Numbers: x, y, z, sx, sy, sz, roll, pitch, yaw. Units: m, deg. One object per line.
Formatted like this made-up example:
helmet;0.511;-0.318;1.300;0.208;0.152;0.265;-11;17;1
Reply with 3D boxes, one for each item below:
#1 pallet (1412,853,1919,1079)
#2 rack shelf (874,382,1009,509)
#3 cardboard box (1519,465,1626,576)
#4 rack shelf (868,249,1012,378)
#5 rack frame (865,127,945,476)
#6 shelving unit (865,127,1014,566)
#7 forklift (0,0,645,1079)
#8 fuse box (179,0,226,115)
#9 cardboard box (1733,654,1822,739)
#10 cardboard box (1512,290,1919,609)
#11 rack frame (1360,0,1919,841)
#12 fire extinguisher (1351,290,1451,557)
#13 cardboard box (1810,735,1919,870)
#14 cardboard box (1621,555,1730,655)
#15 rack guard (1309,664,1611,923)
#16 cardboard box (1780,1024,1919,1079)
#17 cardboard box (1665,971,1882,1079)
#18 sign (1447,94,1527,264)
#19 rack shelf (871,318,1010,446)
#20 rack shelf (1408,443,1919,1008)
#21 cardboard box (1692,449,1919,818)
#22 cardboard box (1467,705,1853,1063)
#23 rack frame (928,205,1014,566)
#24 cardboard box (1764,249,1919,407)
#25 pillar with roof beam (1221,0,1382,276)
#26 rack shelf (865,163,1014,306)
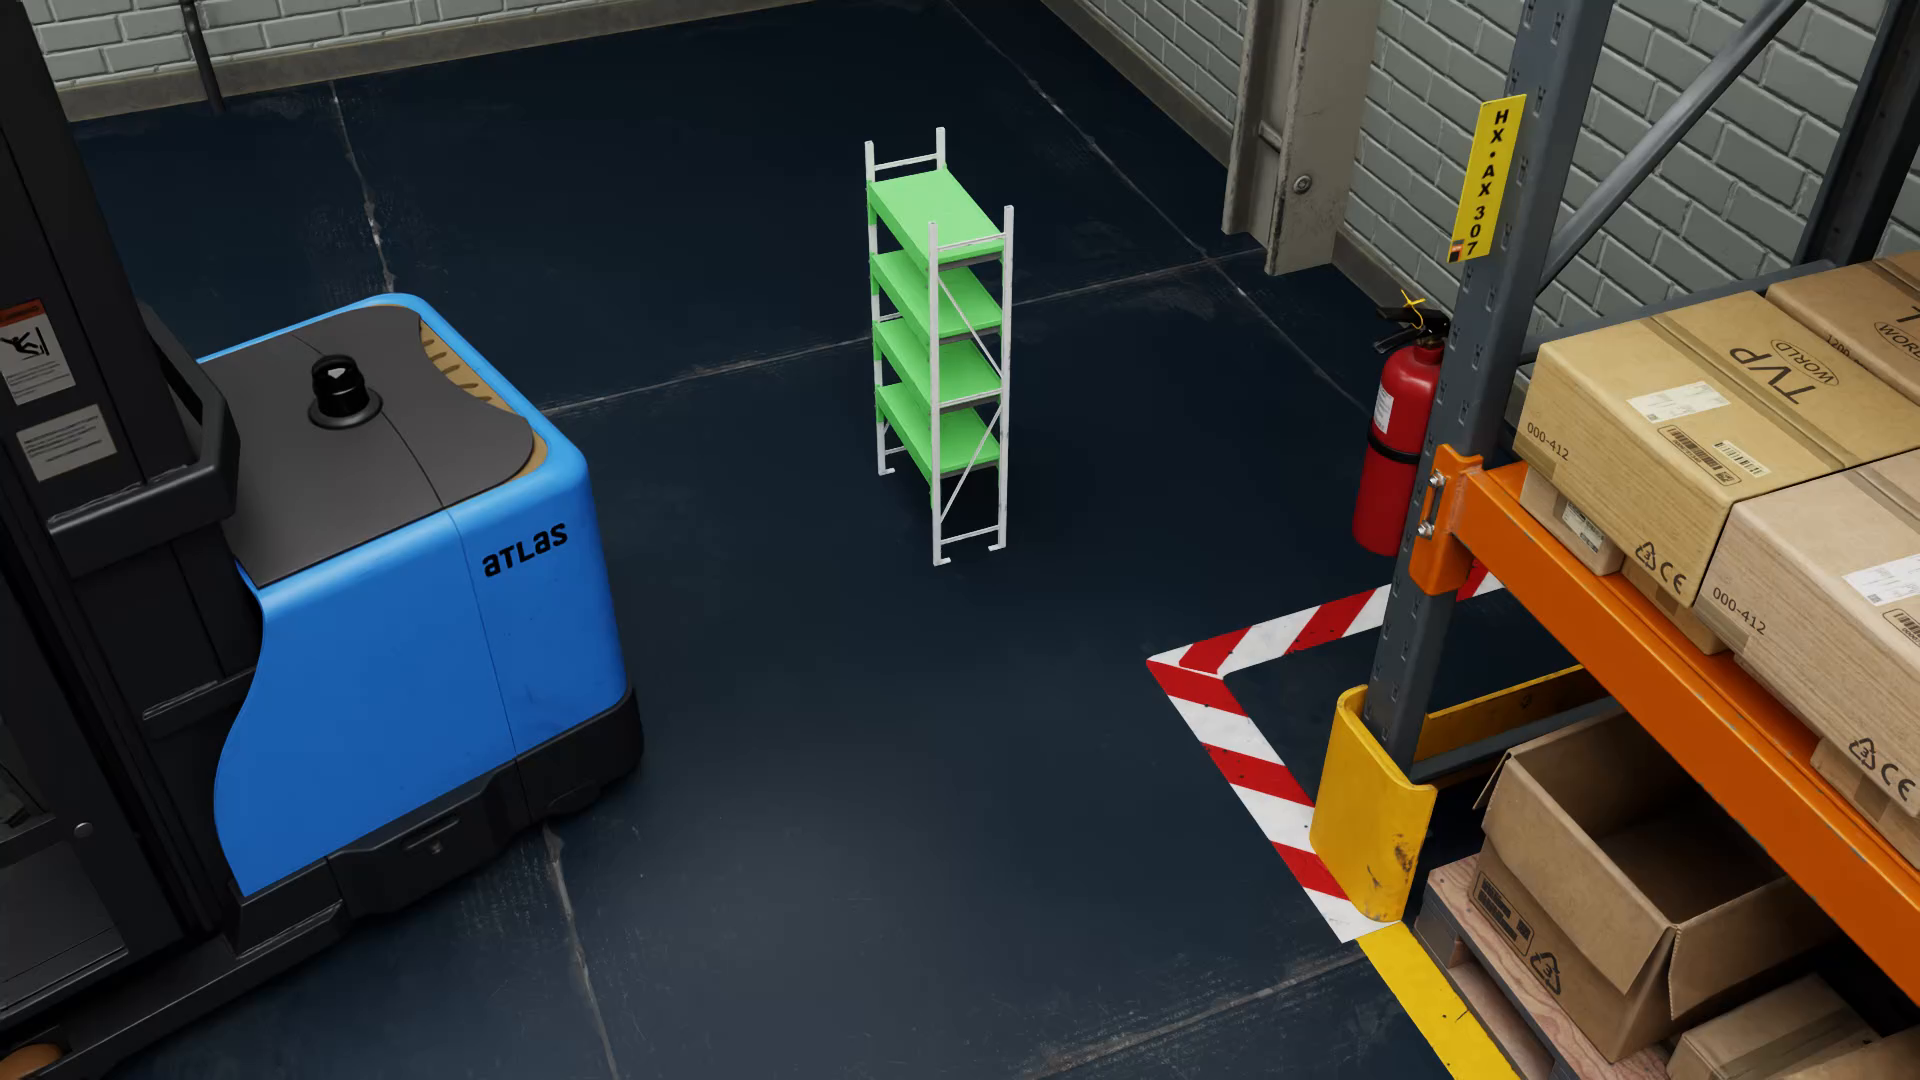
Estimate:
pallet;1.803;1.117;3.789;1.003;0.211;1.213;-15;43;-17
rack shelf;-0.063;-0.324;5.173;0.258;0.148;0.480;-15;43;-17
cardboard box;1.341;-0.104;3.263;0.380;0.149;0.250;-15;43;-17
rack shelf;-0.063;-0.688;4.860;0.258;0.148;0.480;-15;43;-17
rack frame;-0.157;-0.702;5.146;0.240;1.200;0.015;-15;43;-17
shelving unit;-0.063;-0.555;4.975;0.258;1.200;0.503;-15;43;-17
forklift;-2.316;-0.128;3.151;3.031;2.935;1.130;-28;48;-28
fuse box;-3.299;-2.564;6.919;0.539;1.711;0.414;-15;43;-17
cardboard box;1.613;0.187;2.924;0.380;0.149;0.250;-16;43;-17
cardboard box;1.393;-0.181;3.047;0.500;0.250;0.500;-15;43;-17
rack frame;1.468;-0.466;3.491;1.000;3.000;0.127;-15;43;-17
fire extinguisher;0.985;-0.268;3.607;0.296;0.674;0.183;-15;43;-17
cardboard box;1.653;0.355;2.729;0.380;0.149;0.250;-14;43;-16
cardboard box;1.481;0.038;3.098;0.380;0.149;0.250;-14;43;-16
rack guard;1.497;0.528;4.253;1.175;0.500;0.348;-15;43;-17
cardboard box;1.906;1.240;3.103;0.700;0.500;0.500;-13;42;-15
cardboard box;1.741;1.114;3.519;0.380;0.149;0.250;-17;43;-19
sign;0.967;-0.658;3.051;0.100;0.325;0.005;-15;43;-17
rack shelf;-0.063;-0.506;5.016;0.258;0.148;0.480;-15;43;-17
rack shelf;2.234;1.012;2.324;1.077;0.370;4.000;-15;43;-17
cardboard box;1.586;0.123;2.694;0.500;0.250;0.500;-15;43;-16
cardboard box;1.615;0.714;3.712;0.797;0.503;0.637;-17;43;-19
rack frame;0.030;-0.408;4.804;0.240;1.200;0.015;-15;43;-17
cardboard box;1.889;-0.311;3.198;0.500;0.250;0.500;-14;43;-16
pillar with roof beam;-2.708;-3.515;2.436;9.100;9.000;0.400;-15;43;-17
rack shelf;-0.063;-0.870;4.703;0.258;0.148;0.480;-15;43;-17
